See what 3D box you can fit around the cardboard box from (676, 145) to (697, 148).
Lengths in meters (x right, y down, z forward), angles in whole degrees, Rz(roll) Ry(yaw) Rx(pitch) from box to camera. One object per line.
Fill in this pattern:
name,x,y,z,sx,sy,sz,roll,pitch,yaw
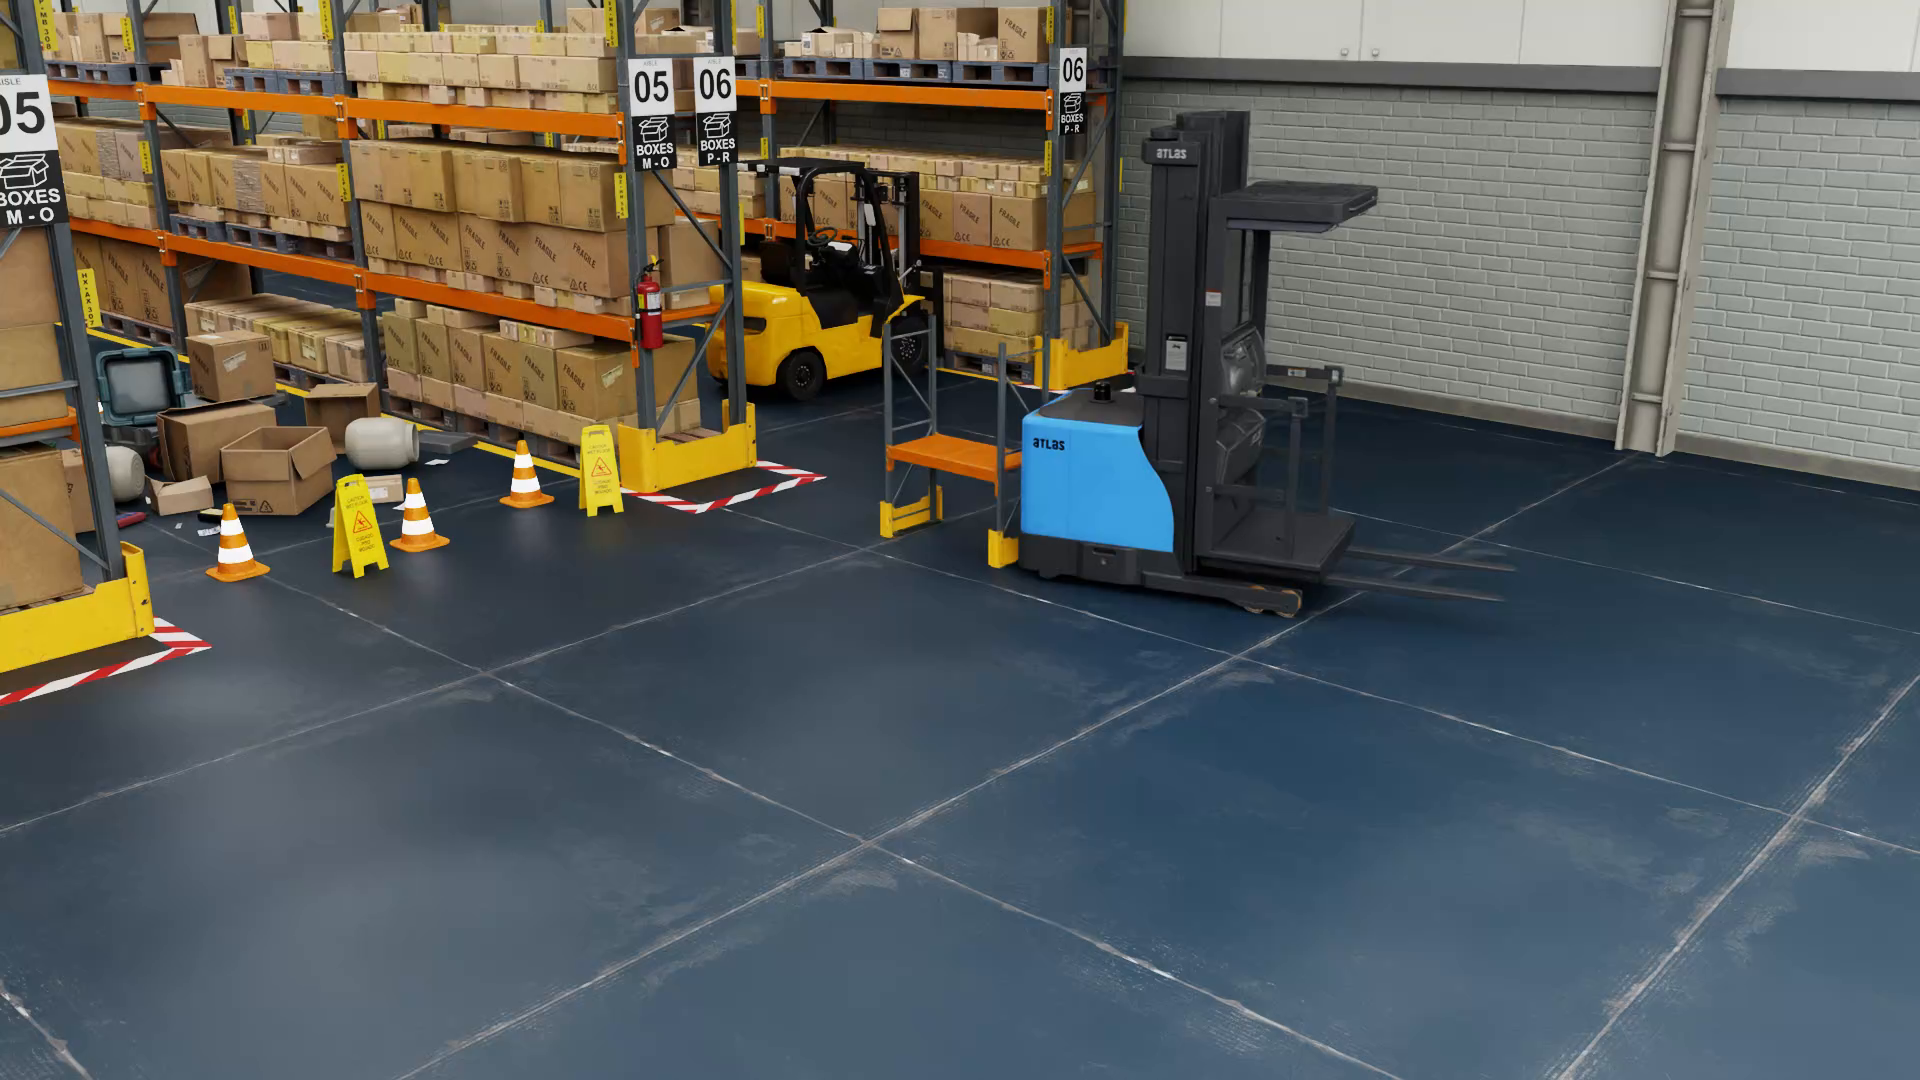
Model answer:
cardboard box,-3.362,-4.770,20.446,0.250,0.149,0.380,15,23,38

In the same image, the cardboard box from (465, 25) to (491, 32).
cardboard box,-6.203,-6.613,21.630,0.250,0.149,0.380,15,23,39

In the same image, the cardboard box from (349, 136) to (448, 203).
cardboard box,-4.894,-3.263,14.623,0.500,0.500,0.700,15,23,39

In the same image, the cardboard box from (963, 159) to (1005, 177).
cardboard box,0.242,-3.733,16.686,0.250,0.149,0.380,15,23,40

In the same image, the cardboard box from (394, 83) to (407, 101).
cardboard box,-4.591,-3.836,14.196,0.250,0.149,0.380,15,23,39

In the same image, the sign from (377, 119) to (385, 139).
sign,-8.125,-5.752,23.347,0.005,0.325,0.100,15,23,39

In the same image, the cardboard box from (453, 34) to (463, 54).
cardboard box,-3.842,-3.993,13.374,0.250,0.149,0.380,16,23,40

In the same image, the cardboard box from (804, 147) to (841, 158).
cardboard box,-1.478,-4.197,18.148,0.250,0.149,0.380,15,23,40

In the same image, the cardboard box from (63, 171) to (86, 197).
cardboard box,-9.772,-4.048,18.830,0.500,0.250,0.500,14,22,38

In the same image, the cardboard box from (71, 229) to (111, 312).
cardboard box,-9.865,-3.242,19.685,0.875,0.875,0.875,16,24,41

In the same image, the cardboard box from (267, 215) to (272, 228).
cardboard box,-6.529,-3.139,16.266,0.250,0.149,0.380,14,22,37

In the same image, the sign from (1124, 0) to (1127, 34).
sign,1.578,-5.063,16.072,0.005,0.325,0.100,15,23,39

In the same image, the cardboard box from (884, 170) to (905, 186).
cardboard box,-0.580,-3.776,17.313,0.250,0.149,0.380,14,23,38

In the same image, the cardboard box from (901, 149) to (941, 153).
cardboard box,-0.411,-4.096,17.830,0.250,0.149,0.380,15,23,39

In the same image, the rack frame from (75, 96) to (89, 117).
rack frame,-11.062,-4.340,20.329,0.127,3.000,1.000,15,23,39

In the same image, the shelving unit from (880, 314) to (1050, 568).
shelving unit,0.030,-0.702,11.346,1.083,1.500,0.587,15,23,39

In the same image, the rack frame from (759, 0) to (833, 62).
rack frame,-1.787,-6.717,17.901,0.127,3.000,1.000,15,23,39

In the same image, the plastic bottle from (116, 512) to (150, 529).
plastic bottle,-5.998,-0.154,11.994,0.133,0.061,0.283,7,19,21

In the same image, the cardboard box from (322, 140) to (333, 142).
cardboard box,-9.446,-5.885,24.953,0.500,0.250,0.500,14,23,38

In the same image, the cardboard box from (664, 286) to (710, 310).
cardboard box,-2.204,-1.926,13.137,0.250,0.149,0.380,15,23,39

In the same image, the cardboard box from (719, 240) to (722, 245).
cardboard box,-3.324,-3.336,20.397,0.625,0.625,0.875,14,22,37

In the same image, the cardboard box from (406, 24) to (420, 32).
cardboard box,-7.220,-6.861,22.376,0.250,0.149,0.380,15,23,38

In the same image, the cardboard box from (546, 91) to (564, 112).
cardboard box,-2.924,-3.353,12.674,0.250,0.149,0.380,16,24,41

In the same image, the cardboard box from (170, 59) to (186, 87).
cardboard box,-7.757,-4.750,16.883,0.258,0.266,0.396,15,23,39

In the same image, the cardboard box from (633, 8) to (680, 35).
cardboard box,-3.637,-5.981,19.516,0.500,0.500,0.500,16,23,41

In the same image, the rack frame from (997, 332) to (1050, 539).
rack frame,0.419,-0.599,11.020,0.032,1.500,0.500,15,23,39

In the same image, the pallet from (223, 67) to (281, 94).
pallet,-6.248,-4.430,15.963,1.003,0.211,1.213,15,23,39

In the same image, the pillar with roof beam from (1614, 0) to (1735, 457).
pillar with roof beam,2.913,-4.079,9.588,0.400,9.000,9.100,15,23,39

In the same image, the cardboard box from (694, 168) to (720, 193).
cardboard box,-2.713,-4.167,19.204,0.500,0.250,0.500,14,23,38

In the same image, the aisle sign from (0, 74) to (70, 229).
aisle sign,-5.045,-2.083,8.920,0.004,0.787,0.394,15,23,39

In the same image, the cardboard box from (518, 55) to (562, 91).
cardboard box,-3.015,-3.577,12.721,0.500,0.250,0.500,15,23,39

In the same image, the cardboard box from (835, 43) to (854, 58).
cardboard box,-1.078,-5.102,17.327,0.250,0.149,0.380,16,24,41

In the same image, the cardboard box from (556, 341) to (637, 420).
cardboard box,-2.859,-1.280,13.297,0.500,0.500,0.500,15,23,40

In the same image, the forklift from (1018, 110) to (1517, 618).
forklift,1.942,-1.108,10.257,3.031,2.935,1.130,8,19,23

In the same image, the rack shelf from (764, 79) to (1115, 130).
rack shelf,-0.291,-4.543,17.198,4.000,0.370,1.077,15,23,39

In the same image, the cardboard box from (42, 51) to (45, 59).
cardboard box,-10.348,-5.525,18.797,0.250,0.166,0.380,13,22,36

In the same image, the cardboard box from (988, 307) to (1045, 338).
cardboard box,0.633,-2.209,16.640,0.500,0.250,0.500,15,23,39

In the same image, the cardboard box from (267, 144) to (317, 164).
cardboard box,-6.319,-3.659,15.760,0.250,0.149,0.380,14,22,37

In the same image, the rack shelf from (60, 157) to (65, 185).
rack shelf,-6.793,-2.279,10.064,4.000,0.370,1.077,15,23,39

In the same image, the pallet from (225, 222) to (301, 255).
pallet,-6.563,-3.057,16.604,1.213,0.211,1.003,15,23,39

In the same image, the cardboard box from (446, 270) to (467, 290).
cardboard box,-4.106,-2.219,14.061,0.250,0.149,0.380,15,23,40

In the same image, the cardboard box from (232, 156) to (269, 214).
cardboard box,-6.723,-3.474,16.247,0.500,0.500,0.500,14,22,37

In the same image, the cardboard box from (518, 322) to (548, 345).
cardboard box,-3.364,-1.699,13.544,0.250,0.149,0.380,16,23,40

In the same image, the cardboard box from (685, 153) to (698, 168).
cardboard box,-2.982,-4.431,19.378,0.250,0.149,0.380,14,23,38

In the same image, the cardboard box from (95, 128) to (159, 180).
cardboard box,-9.020,-4.207,18.091,0.500,0.500,0.500,16,23,40

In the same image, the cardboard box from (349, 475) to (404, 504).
cardboard box,-4.408,-0.378,12.557,0.380,0.149,0.250,-6,18,-18

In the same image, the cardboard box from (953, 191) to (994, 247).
cardboard box,0.281,-3.248,16.722,0.500,0.500,0.500,16,24,41

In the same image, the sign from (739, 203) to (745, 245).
sign,-1.727,-2.466,12.993,0.005,0.325,0.100,15,23,39

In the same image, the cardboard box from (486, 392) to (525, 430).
cardboard box,-3.647,-1.131,14.069,0.500,0.250,0.500,14,22,37

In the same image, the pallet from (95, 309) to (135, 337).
pallet,-9.518,-2.628,19.544,1.213,0.211,1.003,15,23,39
